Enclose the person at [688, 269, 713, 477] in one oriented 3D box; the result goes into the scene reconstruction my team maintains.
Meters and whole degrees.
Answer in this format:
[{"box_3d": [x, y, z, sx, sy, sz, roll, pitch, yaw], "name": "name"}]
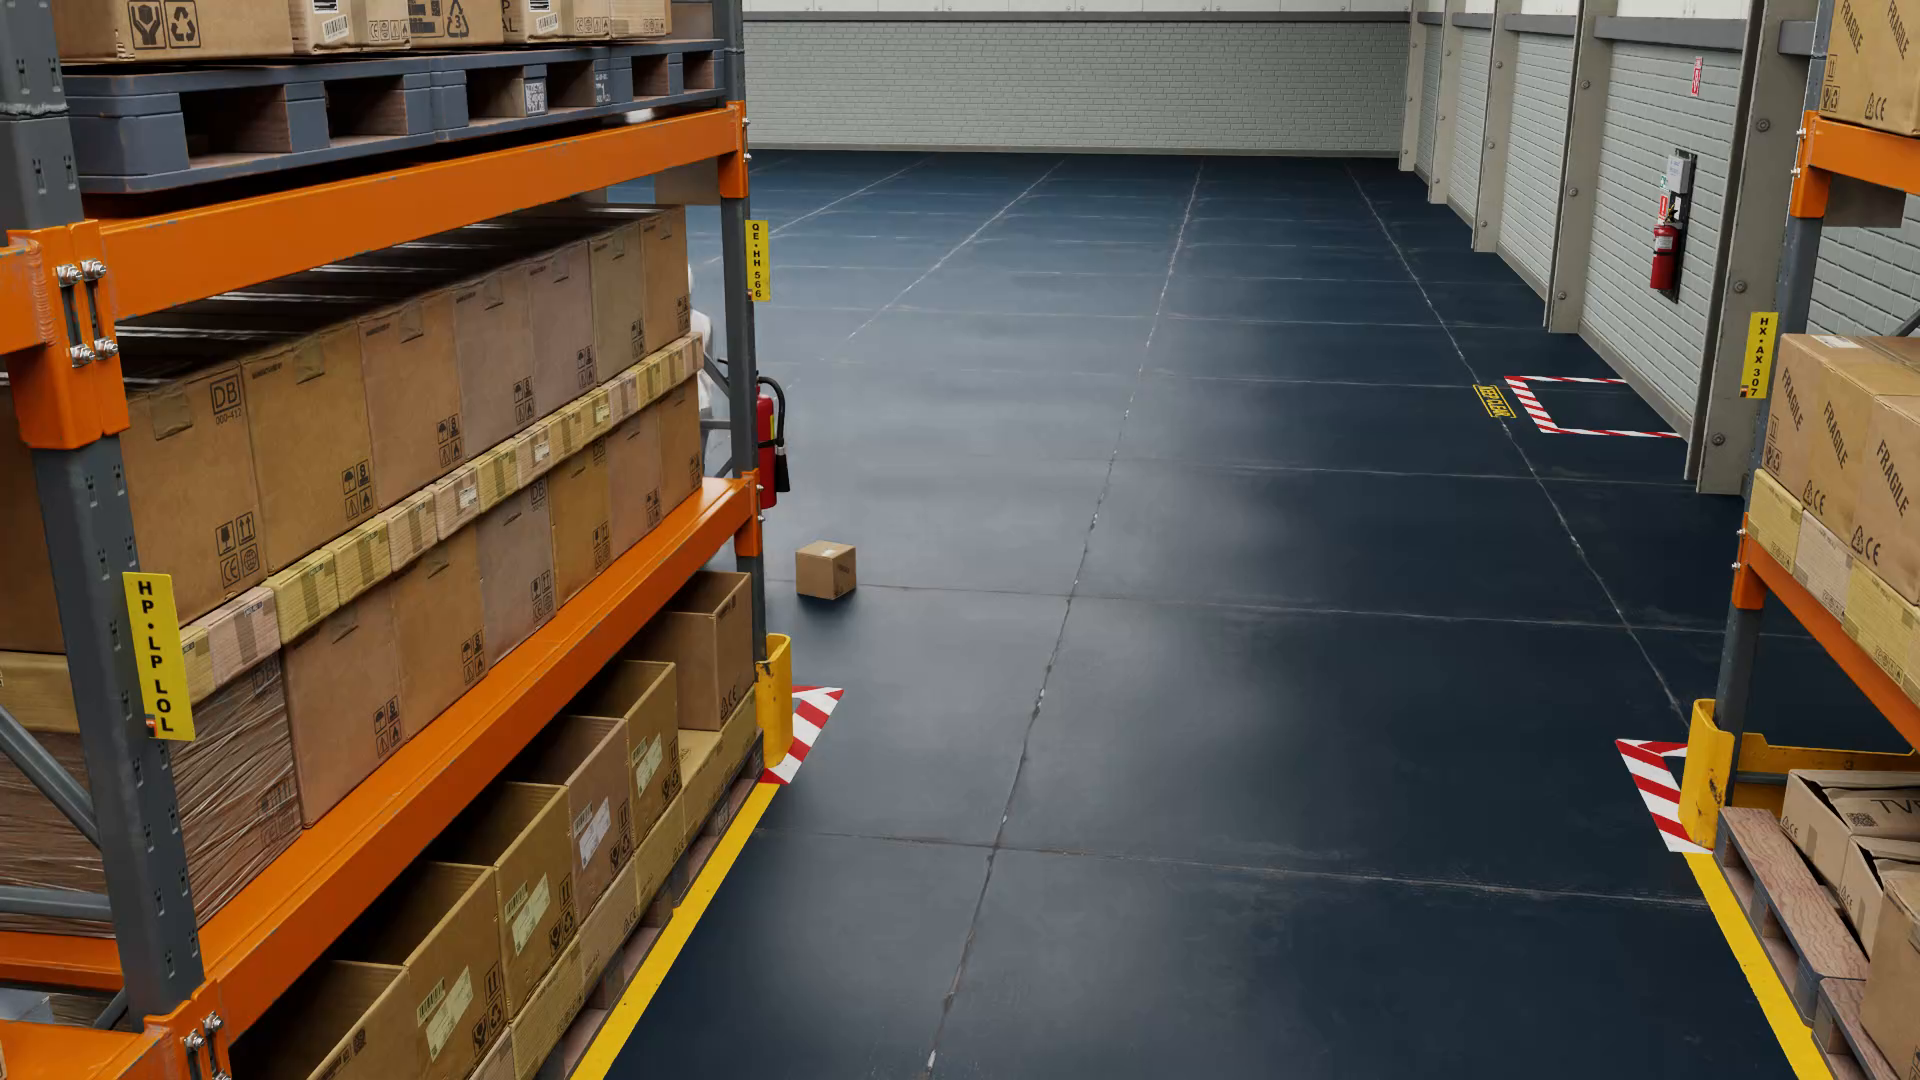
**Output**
[{"box_3d": [-1.693, -0.749, 9.832, 0.547, 1.809, 0.487, -14, 22, -37], "name": "person"}]
